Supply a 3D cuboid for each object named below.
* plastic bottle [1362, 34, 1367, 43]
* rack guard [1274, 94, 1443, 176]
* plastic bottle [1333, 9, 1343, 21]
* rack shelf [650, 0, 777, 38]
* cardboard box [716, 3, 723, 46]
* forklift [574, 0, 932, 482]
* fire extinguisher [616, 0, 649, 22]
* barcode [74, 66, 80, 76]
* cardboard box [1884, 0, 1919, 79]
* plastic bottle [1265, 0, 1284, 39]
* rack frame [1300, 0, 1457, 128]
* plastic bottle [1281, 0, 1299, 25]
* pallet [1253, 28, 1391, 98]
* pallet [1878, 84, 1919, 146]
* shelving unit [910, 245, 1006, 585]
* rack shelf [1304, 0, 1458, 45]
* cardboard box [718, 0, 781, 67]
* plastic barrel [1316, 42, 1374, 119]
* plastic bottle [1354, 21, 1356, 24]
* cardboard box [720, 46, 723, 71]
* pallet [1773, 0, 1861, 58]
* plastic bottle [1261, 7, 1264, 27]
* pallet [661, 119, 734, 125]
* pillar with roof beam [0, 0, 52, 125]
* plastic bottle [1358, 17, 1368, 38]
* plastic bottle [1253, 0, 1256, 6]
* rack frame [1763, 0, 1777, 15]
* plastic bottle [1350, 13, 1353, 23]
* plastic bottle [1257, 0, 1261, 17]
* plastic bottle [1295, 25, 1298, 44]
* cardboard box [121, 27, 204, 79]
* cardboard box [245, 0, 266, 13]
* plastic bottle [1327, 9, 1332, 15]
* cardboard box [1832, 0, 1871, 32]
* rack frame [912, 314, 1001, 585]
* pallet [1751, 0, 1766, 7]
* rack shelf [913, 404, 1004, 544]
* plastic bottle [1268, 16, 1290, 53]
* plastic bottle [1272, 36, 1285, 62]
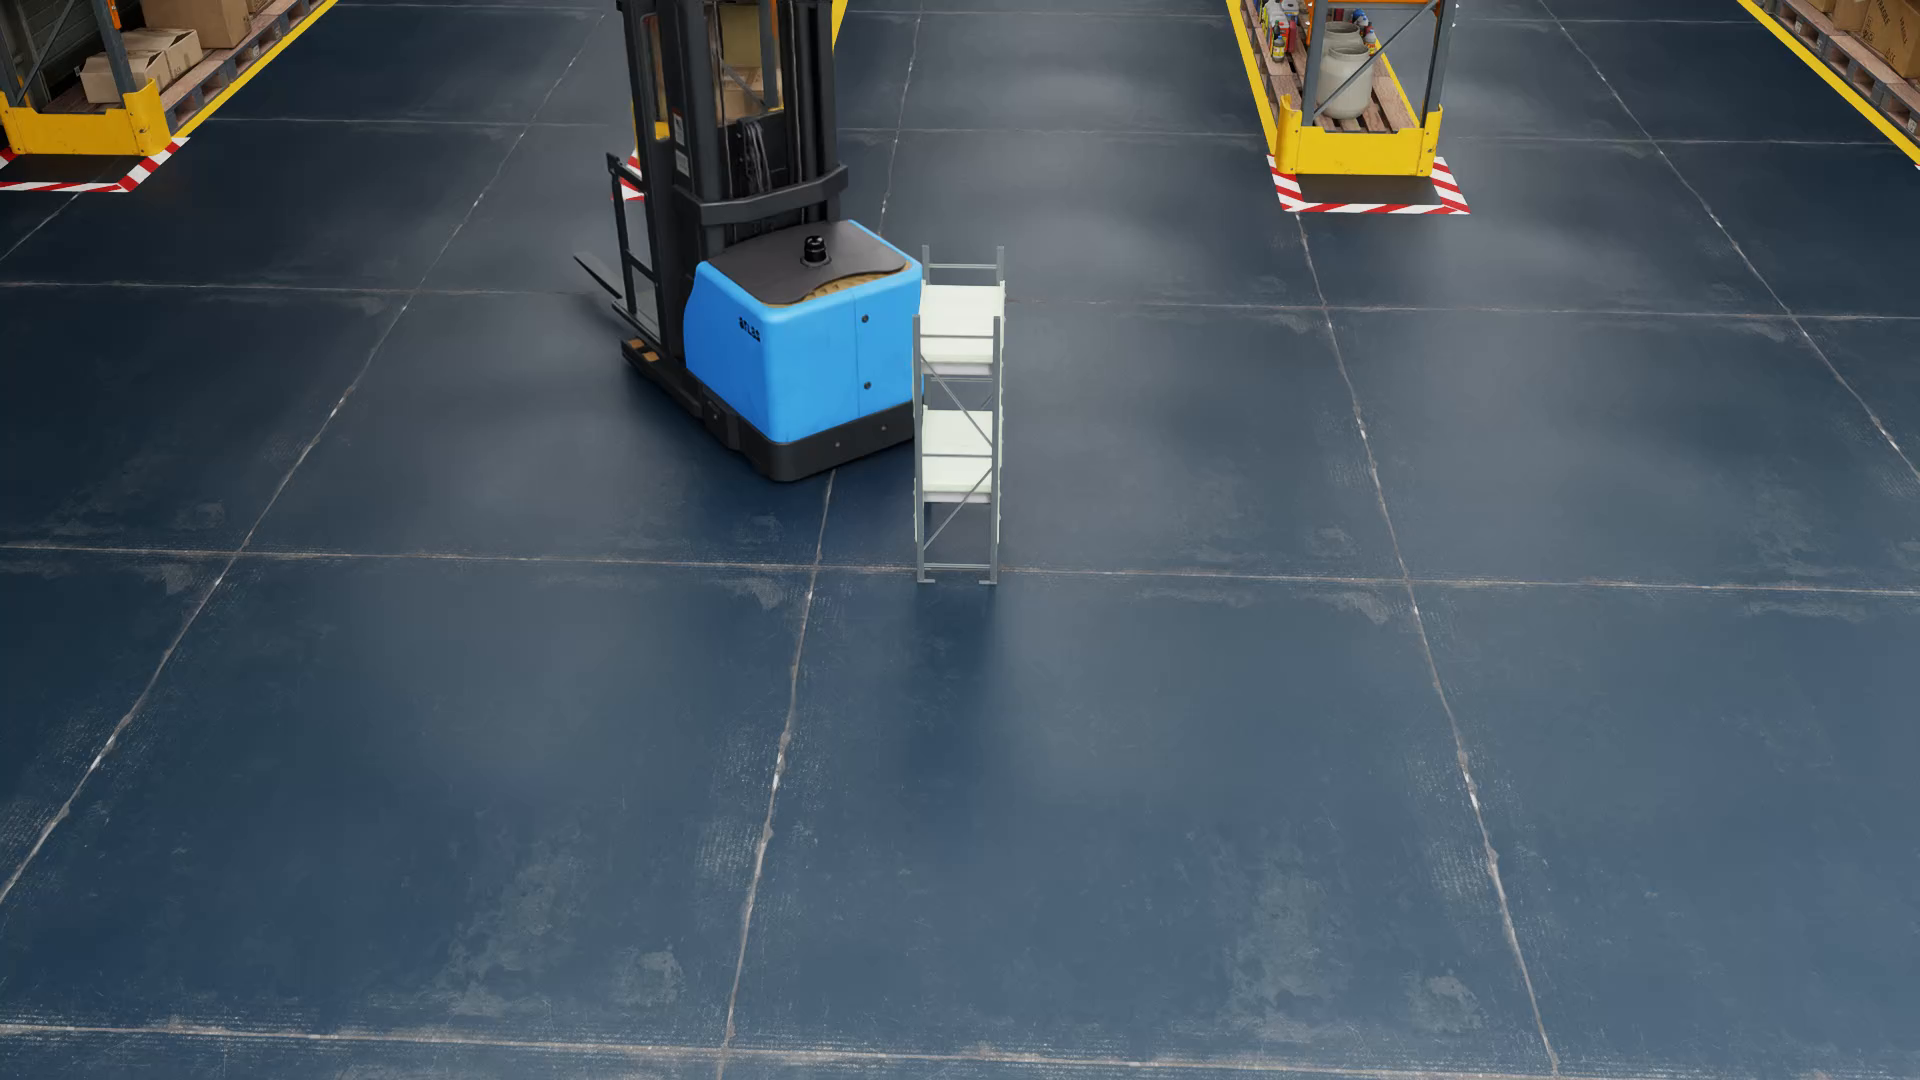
[{"bbox_3d":[3.448,-4.185,14.093,0.097,0.201,0.097,0,35,0],"label":"plastic bottle"},{"bbox_3d":[3.016,-3.078,12.640,1.175,0.500,0.348,1,35,2],"label":"rack guard"},{"bbox_3d":[3.345,-4.659,14.696,0.061,0.283,0.133,1,35,2],"label":"plastic bottle"},{"bbox_3d":[-1.809,-5.027,13.866,1.077,0.370,4.000,1,35,2],"label":"rack shelf"},{"bbox_3d":[-2.140,-4.416,13.744,0.500,0.500,0.500,1,35,2],"label":"cardboard box"},{"bbox_3d":[-1.417,-2.317,9.443,1.130,2.935,3.031,-22,41,-28],"label":"forklift"},{"bbox_3d":[-2.358,-4.083,11.965,0.296,0.674,0.183,1,35,2],"label":"fire extinguisher"},{"bbox_3d":[-7.120,-3.783,13.418,0.001,0.075,0.075,1,35,2],"label":"barcode"},{"bbox_3d":[8.084,-4.152,13.804,0.500,0.500,0.500,4,35,6],"label":"cardboard box"},{"bbox_3d":[2.741,-4.536,14.463,0.144,0.351,0.185,3,35,4],"label":"plastic bottle"},{"bbox_3d":[3.060,-4.056,11.858,1.000,3.000,0.127,1,35,2],"label":"rack frame"},{"bbox_3d":[2.898,-4.624,14.652,0.152,0.276,0.135,1,35,2],"label":"plastic bottle"},{"bbox_3d":[3.106,-4.125,14.382,1.003,0.211,1.213,1,35,2],"label":"pallet"},{"bbox_3d":[8.080,-3.310,13.222,1.003,0.211,1.213,1,35,2],"label":"pallet"},{"bbox_3d":[0.000,-0.610,8.259,0.431,1.500,0.755,1,35,2],"label":"shelving unit"},{"bbox_3d":[3.140,-4.910,13.700,1.077,0.370,4.000,1,35,2],"label":"rack shelf"},{"bbox_3d":[-1.627,-4.116,13.318,0.500,0.500,0.500,1,35,2],"label":"cardboard box"},{"bbox_3d":[3.010,-3.590,12.993,0.421,0.512,0.421,0,35,0],"label":"plastic barrel"},{"bbox_3d":[3.466,-4.437,14.451,0.097,0.201,0.097,0,35,0],"label":"plastic bottle"},{"bbox_3d":[-2.155,-3.822,13.551,0.500,0.250,0.500,1,35,2],"label":"cardboard box"},{"bbox_3d":[8.178,-4.712,15.217,1.003,0.211,1.213,1,35,2],"label":"pallet"},{"bbox_3d":[2.731,-4.664,14.775,0.097,0.201,0.097,0,35,0],"label":"plastic bottle"},{"bbox_3d":[-1.901,-3.472,13.452,1.003,0.211,1.213,1,35,2],"label":"pallet"},{"bbox_3d":[-3.374,-7.062,10.918,9.100,9.000,0.400,1,35,2],"label":"pillar with roof beam"},{"bbox_3d":[3.458,-4.351,14.268,0.097,0.271,0.097,0,35,0],"label":"plastic bottle"},{"bbox_3d":[2.784,-5.060,15.273,0.152,0.276,0.135,3,35,4],"label":"plastic bottle"},{"bbox_3d":[8.169,-6.239,14.965,1.000,3.000,0.127,1,35,2],"label":"rack frame"},{"bbox_3d":[3.474,-4.555,14.619,0.097,0.201,0.097,0,35,0],"label":"plastic bottle"},{"bbox_3d":[2.766,-4.887,14.962,0.144,0.351,0.185,0,35,0],"label":"plastic bottle"},{"bbox_3d":[2.864,-4.388,14.381,0.097,0.201,0.097,0,35,0],"label":"plastic bottle"},{"bbox_3d":[-6.699,-4.087,13.859,0.500,0.311,0.500,4,35,6],"label":"cardboard box"},{"bbox_3d":[-6.680,-5.143,15.196,0.500,0.500,0.500,-1,35,-2],"label":"cardboard box"},{"bbox_3d":[3.326,-4.922,15.076,0.152,0.276,0.135,1,35,2],"label":"plastic bottle"},{"bbox_3d":[8.098,-4.830,14.769,0.500,0.500,0.500,12,37,17],"label":"cardboard box"},{"bbox_3d":[-0.015,-0.399,7.960,0.400,1.500,0.023,1,35,2],"label":"rack frame"},{"bbox_3d":[8.199,-5.546,16.403,1.003,0.211,1.213,1,35,2],"label":"pallet"},{"bbox_3d":[0.000,-0.343,8.446,0.431,0.370,0.720,1,35,2],"label":"rack shelf"},{"bbox_3d":[2.733,-4.331,14.235,0.152,0.276,0.135,2,35,2],"label":"plastic bottle"},{"bbox_3d":[2.696,-4.156,14.052,0.097,0.201,0.097,0,35,0],"label":"plastic bottle"}]
